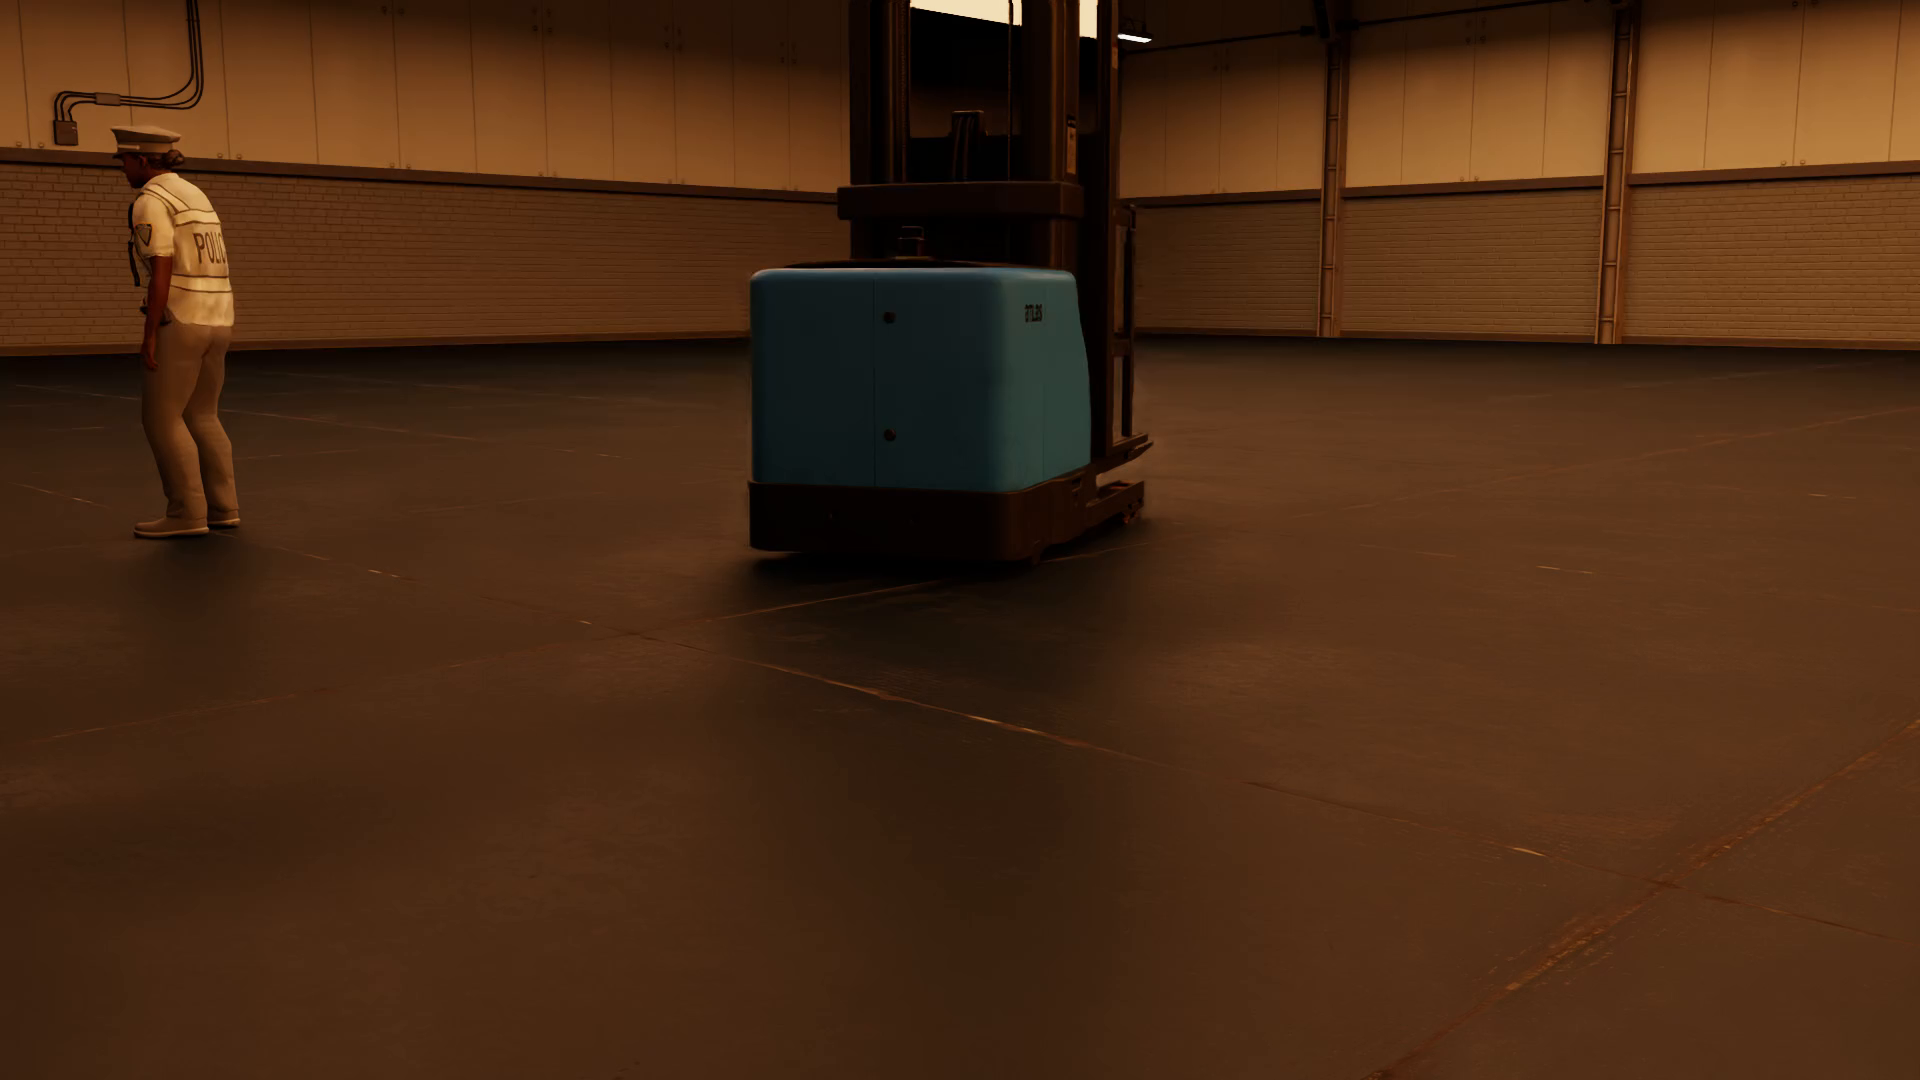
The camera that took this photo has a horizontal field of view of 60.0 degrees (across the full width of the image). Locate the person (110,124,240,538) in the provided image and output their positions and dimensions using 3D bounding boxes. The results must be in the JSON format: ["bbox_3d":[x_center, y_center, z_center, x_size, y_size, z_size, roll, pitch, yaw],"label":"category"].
[{"bbox_3d":[-3.199,-0.852,6.818,0.396,1.656,0.519,0,9,3],"label":"person"}]

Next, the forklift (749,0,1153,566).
[{"bbox_3d":[0.184,-1.537,7.081,1.130,2.935,3.031,3,9,19],"label":"forklift"}]
